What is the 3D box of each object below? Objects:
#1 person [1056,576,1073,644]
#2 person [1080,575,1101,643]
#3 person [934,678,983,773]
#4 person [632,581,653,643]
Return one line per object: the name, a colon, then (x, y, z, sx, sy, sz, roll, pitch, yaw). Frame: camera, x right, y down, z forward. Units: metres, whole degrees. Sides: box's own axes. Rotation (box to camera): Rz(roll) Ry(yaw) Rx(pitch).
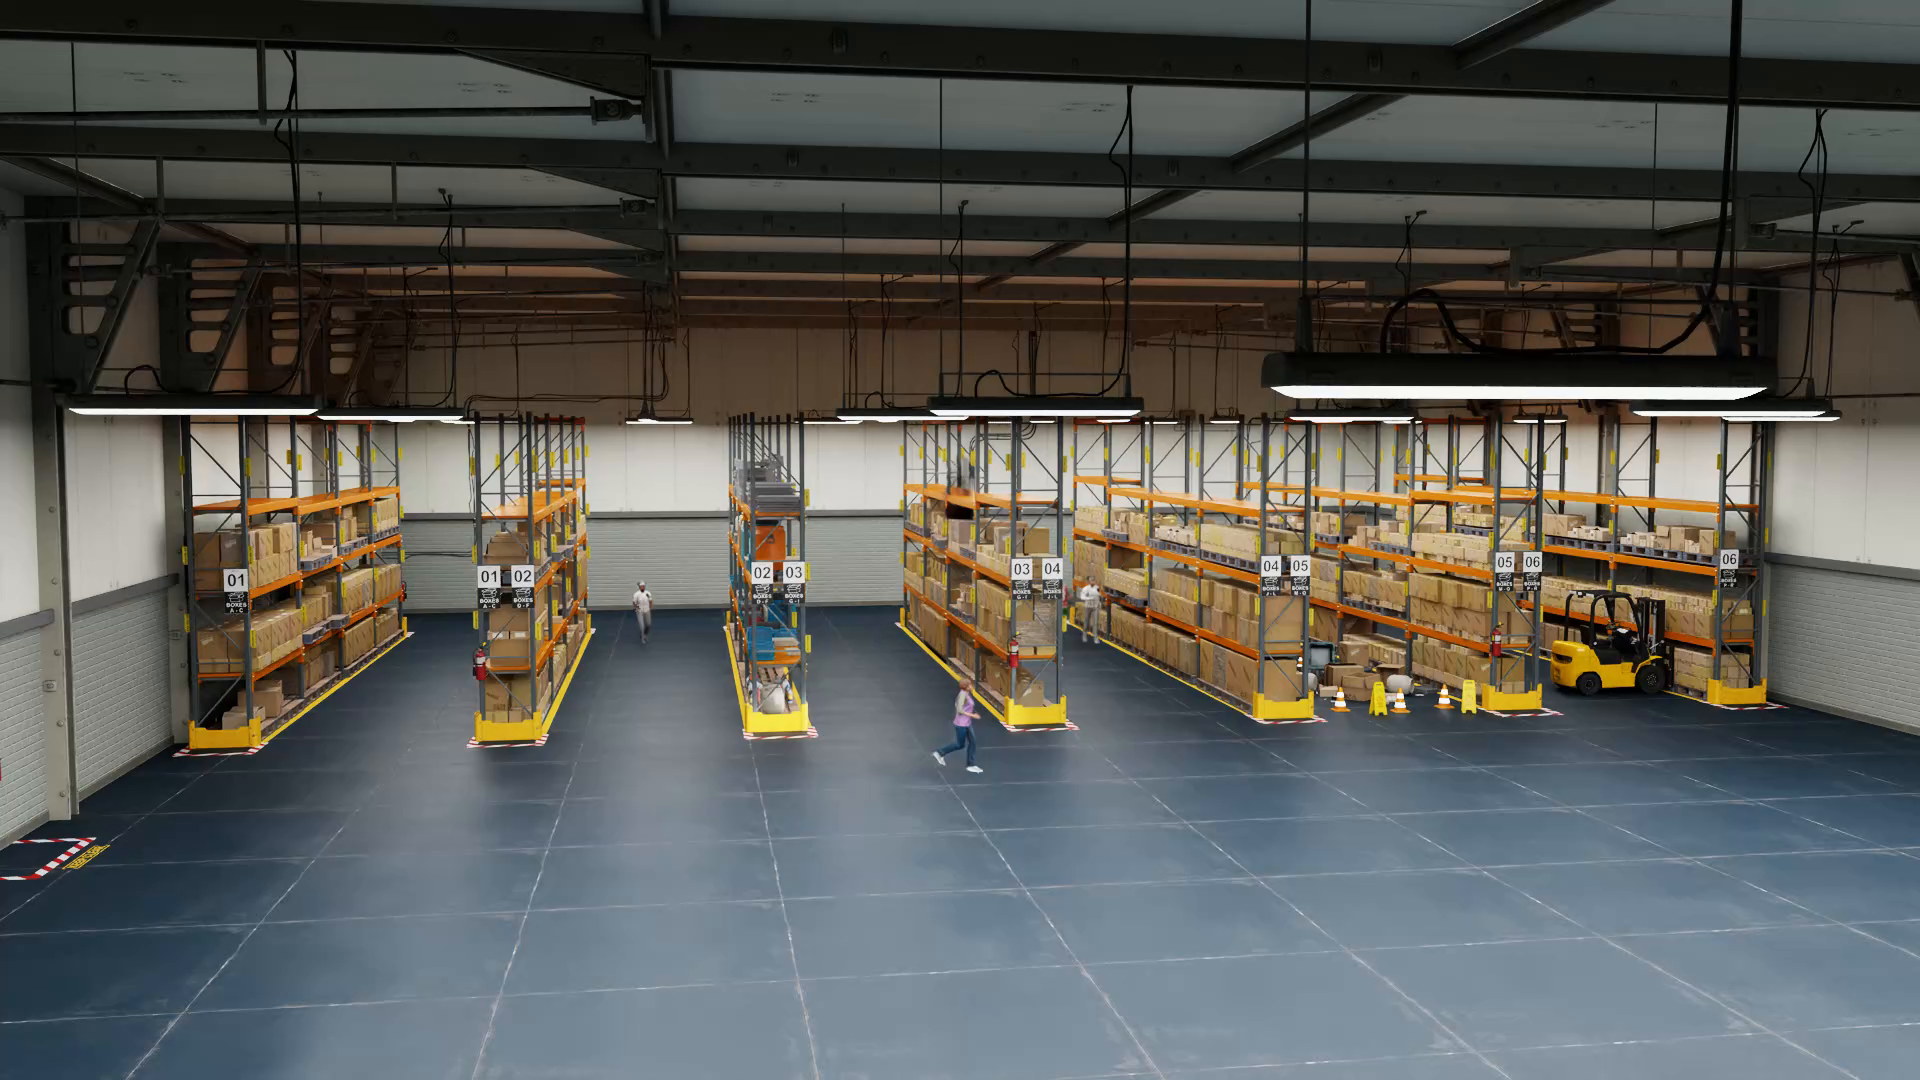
person: (2.676, 1.827, 44.140, 0.629, 1.839, 0.806, 0, 4, -7)
person: (3.311, 1.735, 41.895, 0.631, 1.735, 0.834, -1, 4, -18)
person: (-0.017, 3.061, 27.543, 0.822, 1.582, 0.525, 1, 4, 11)
person: (-8.349, 1.906, 43.885, 0.567, 1.656, 0.557, -1, 4, -21)
